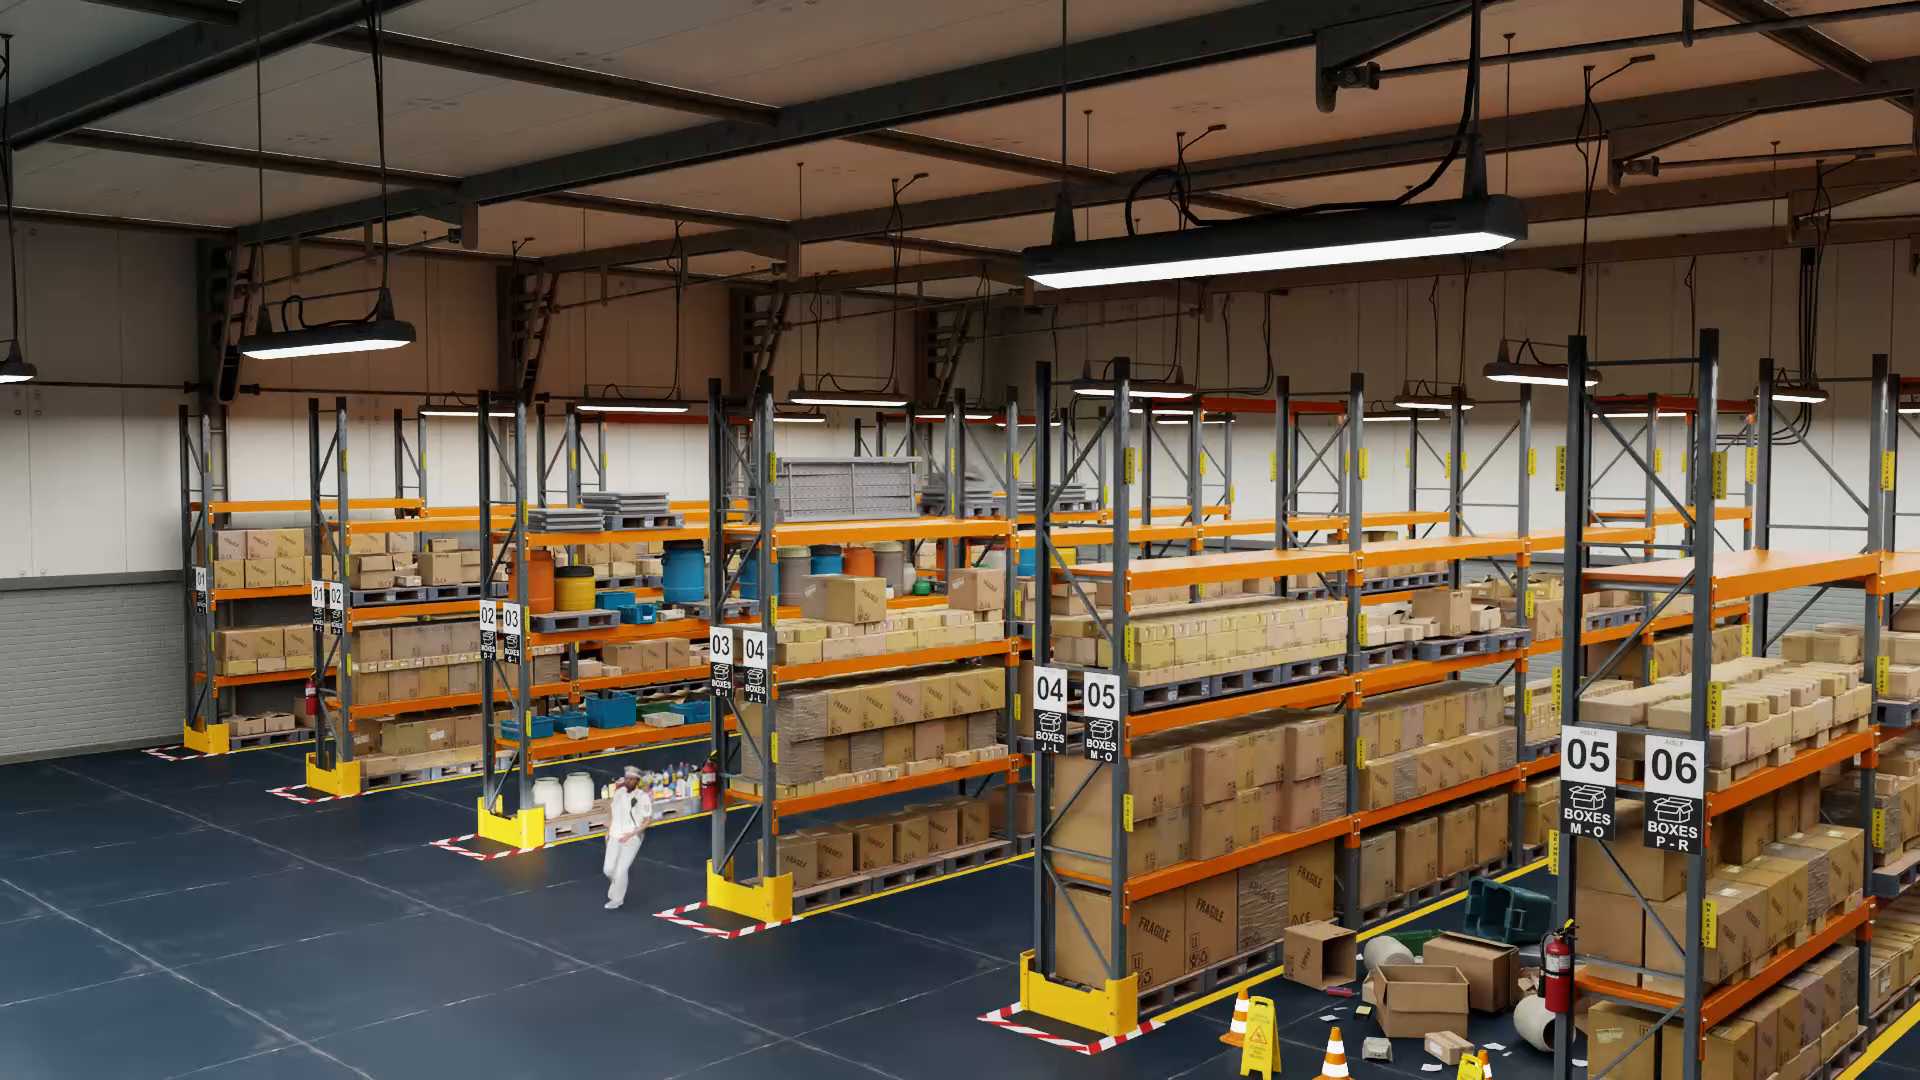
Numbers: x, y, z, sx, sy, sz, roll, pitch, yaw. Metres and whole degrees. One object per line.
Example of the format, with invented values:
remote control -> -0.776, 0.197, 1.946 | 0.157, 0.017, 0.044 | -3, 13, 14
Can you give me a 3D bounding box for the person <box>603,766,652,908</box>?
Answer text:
person -> -3.774, 3.355, 18.746 | 0.566, 1.622, 0.493 | 1, 3, 14
